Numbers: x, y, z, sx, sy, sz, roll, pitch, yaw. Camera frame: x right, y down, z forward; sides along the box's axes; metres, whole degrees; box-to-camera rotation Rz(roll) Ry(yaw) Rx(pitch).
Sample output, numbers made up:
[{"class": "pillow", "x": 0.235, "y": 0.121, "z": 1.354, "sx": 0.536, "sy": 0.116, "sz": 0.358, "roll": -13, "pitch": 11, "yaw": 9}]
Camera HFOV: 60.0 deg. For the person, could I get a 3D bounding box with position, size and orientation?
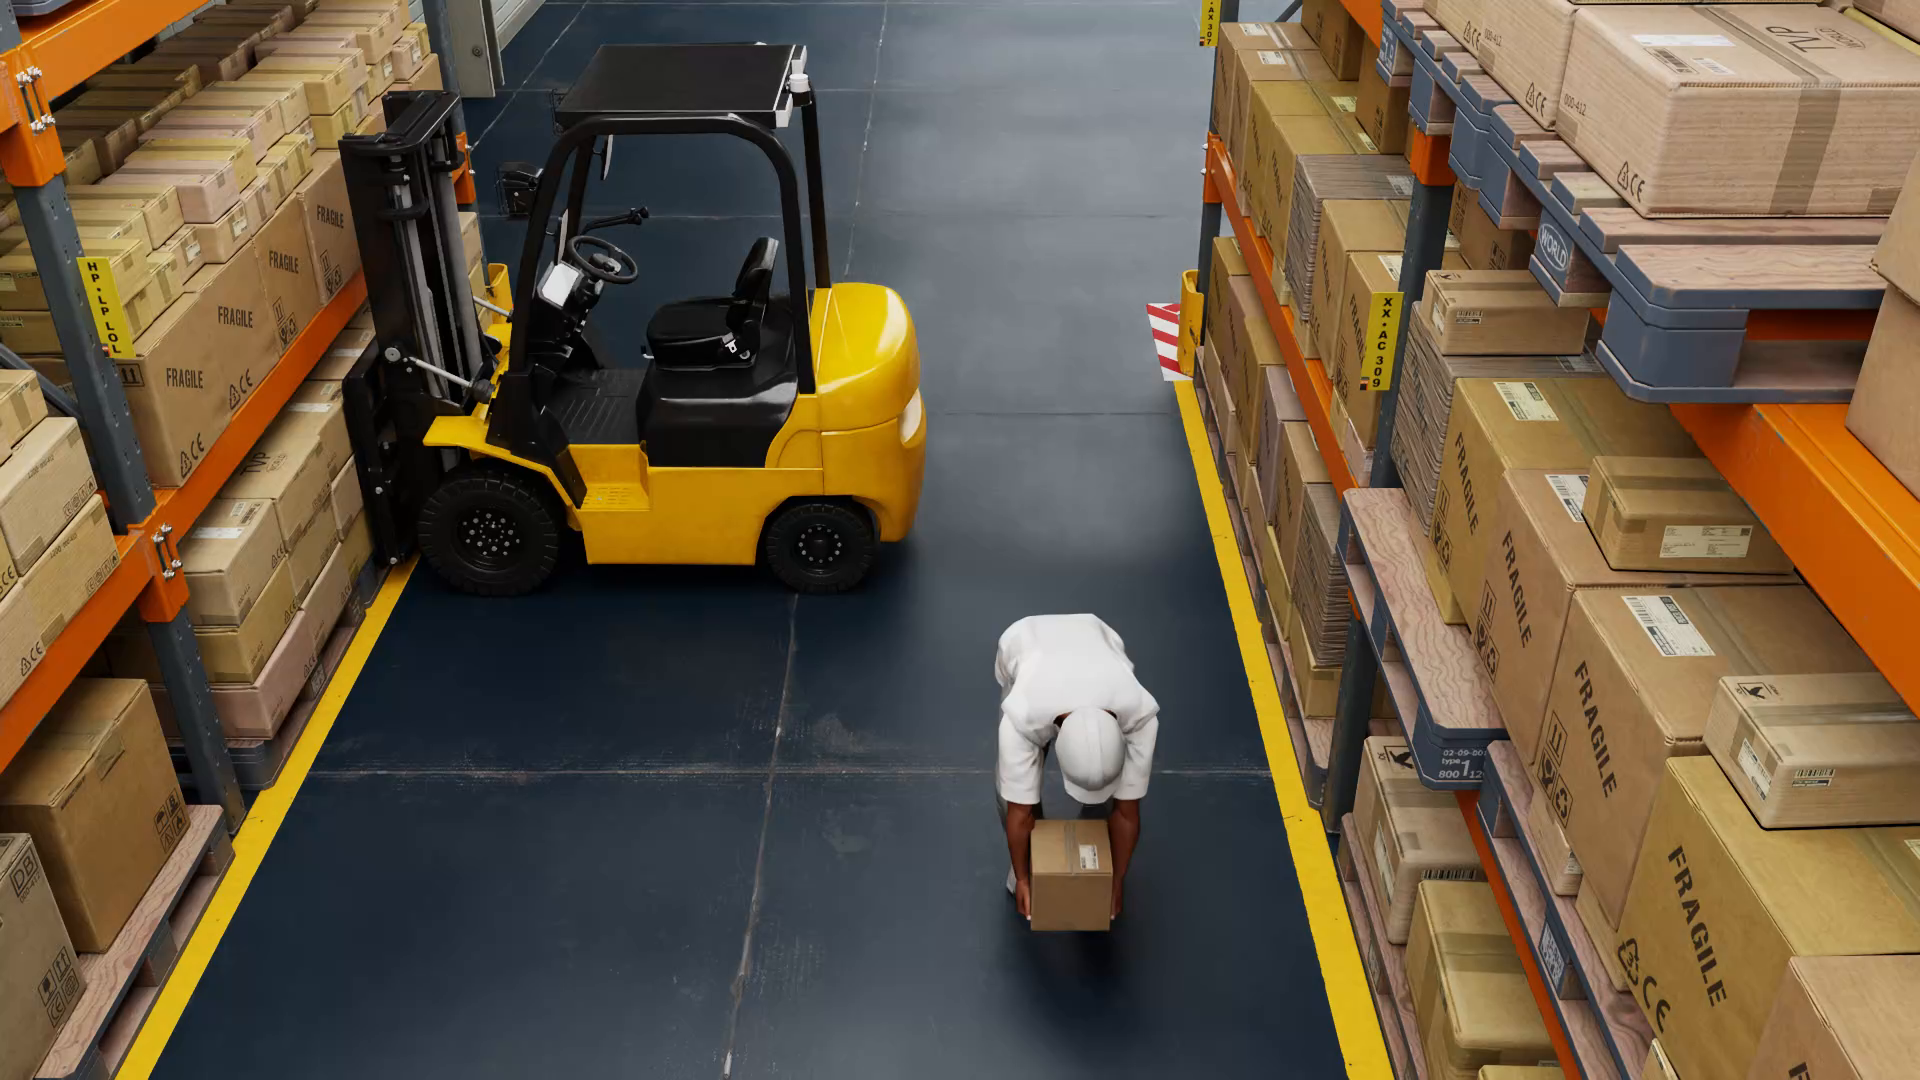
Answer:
[{"class": "person", "x": 0.367, "y": 0.789, "z": 5.472, "sx": 0.508, "sy": 1.084, "sz": 0.966, "roll": -2, "pitch": 31, "yaw": -3}]
